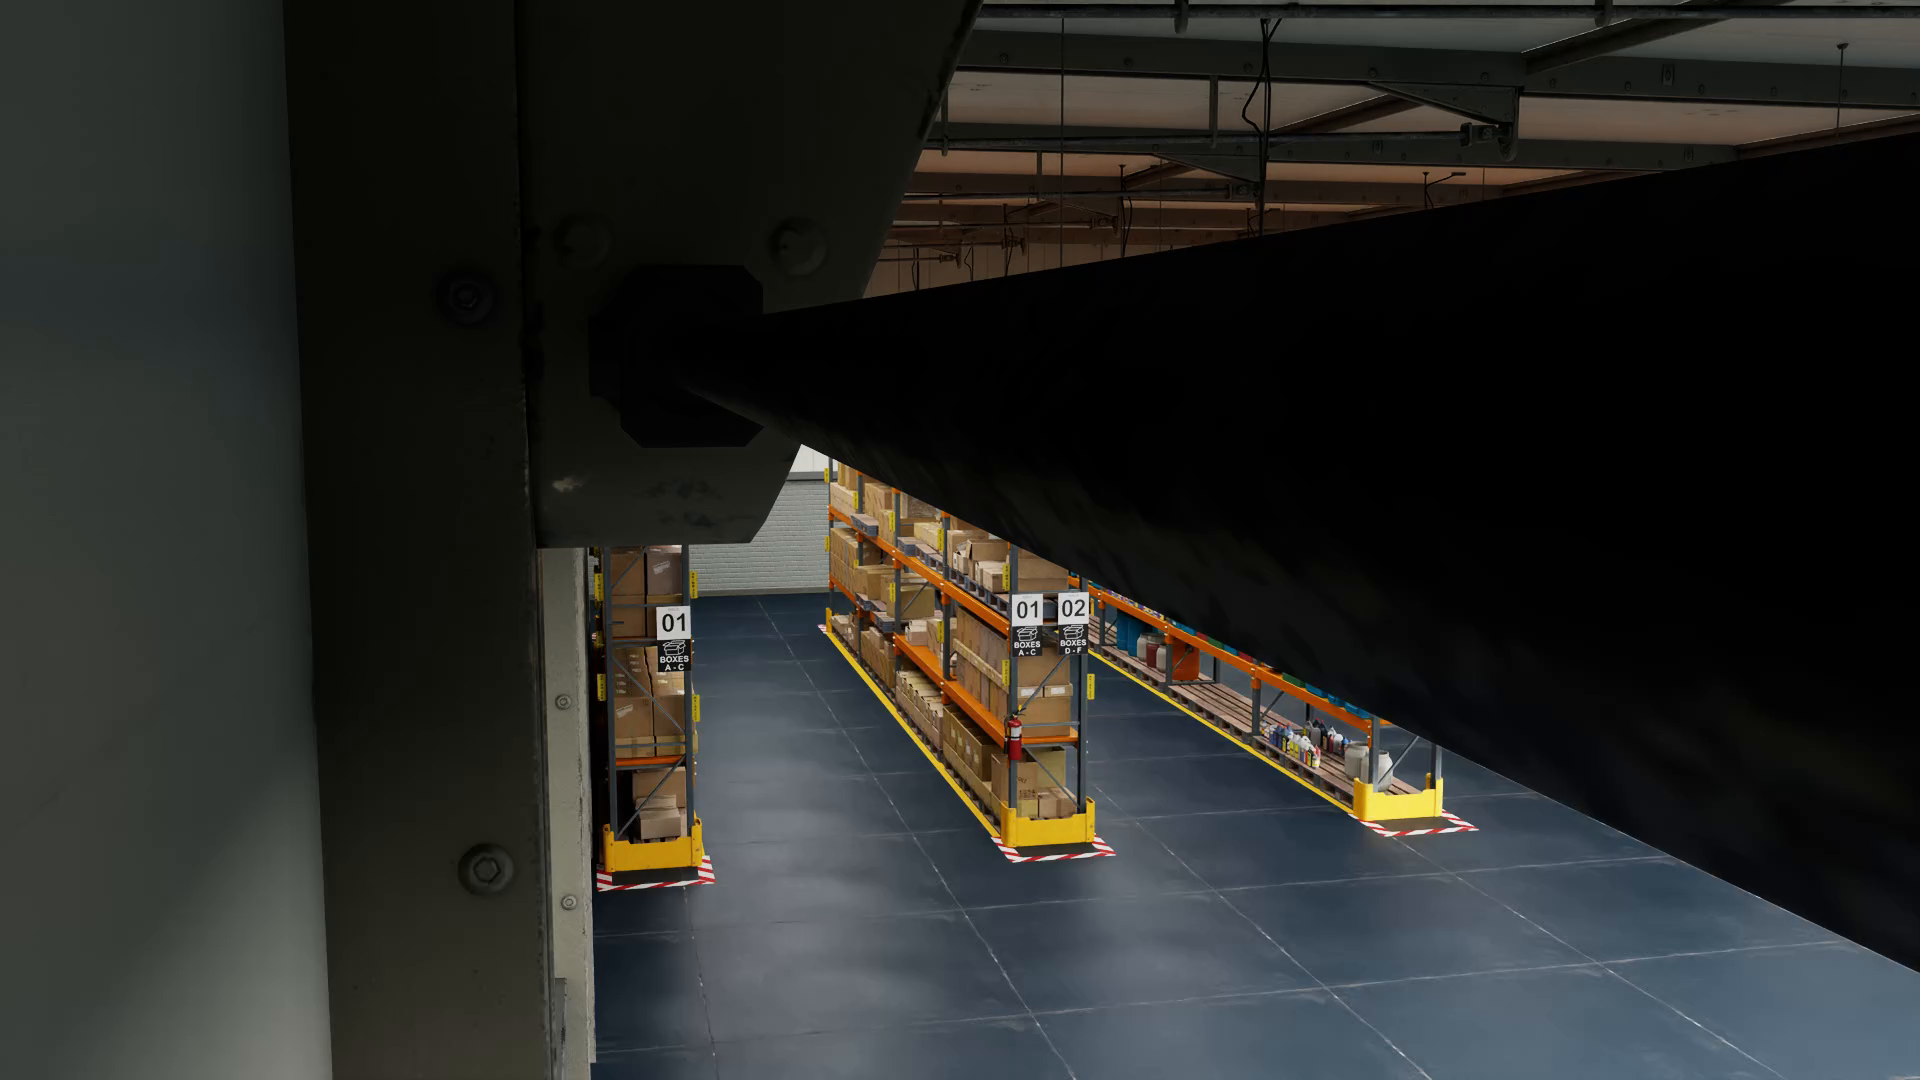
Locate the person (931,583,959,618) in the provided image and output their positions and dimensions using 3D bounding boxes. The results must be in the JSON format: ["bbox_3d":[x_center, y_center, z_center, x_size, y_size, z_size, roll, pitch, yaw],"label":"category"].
[{"bbox_3d":[-0.300,1.234,36.014,0.711,1.686,0.628,-2,7,-17],"label":"person"}]
